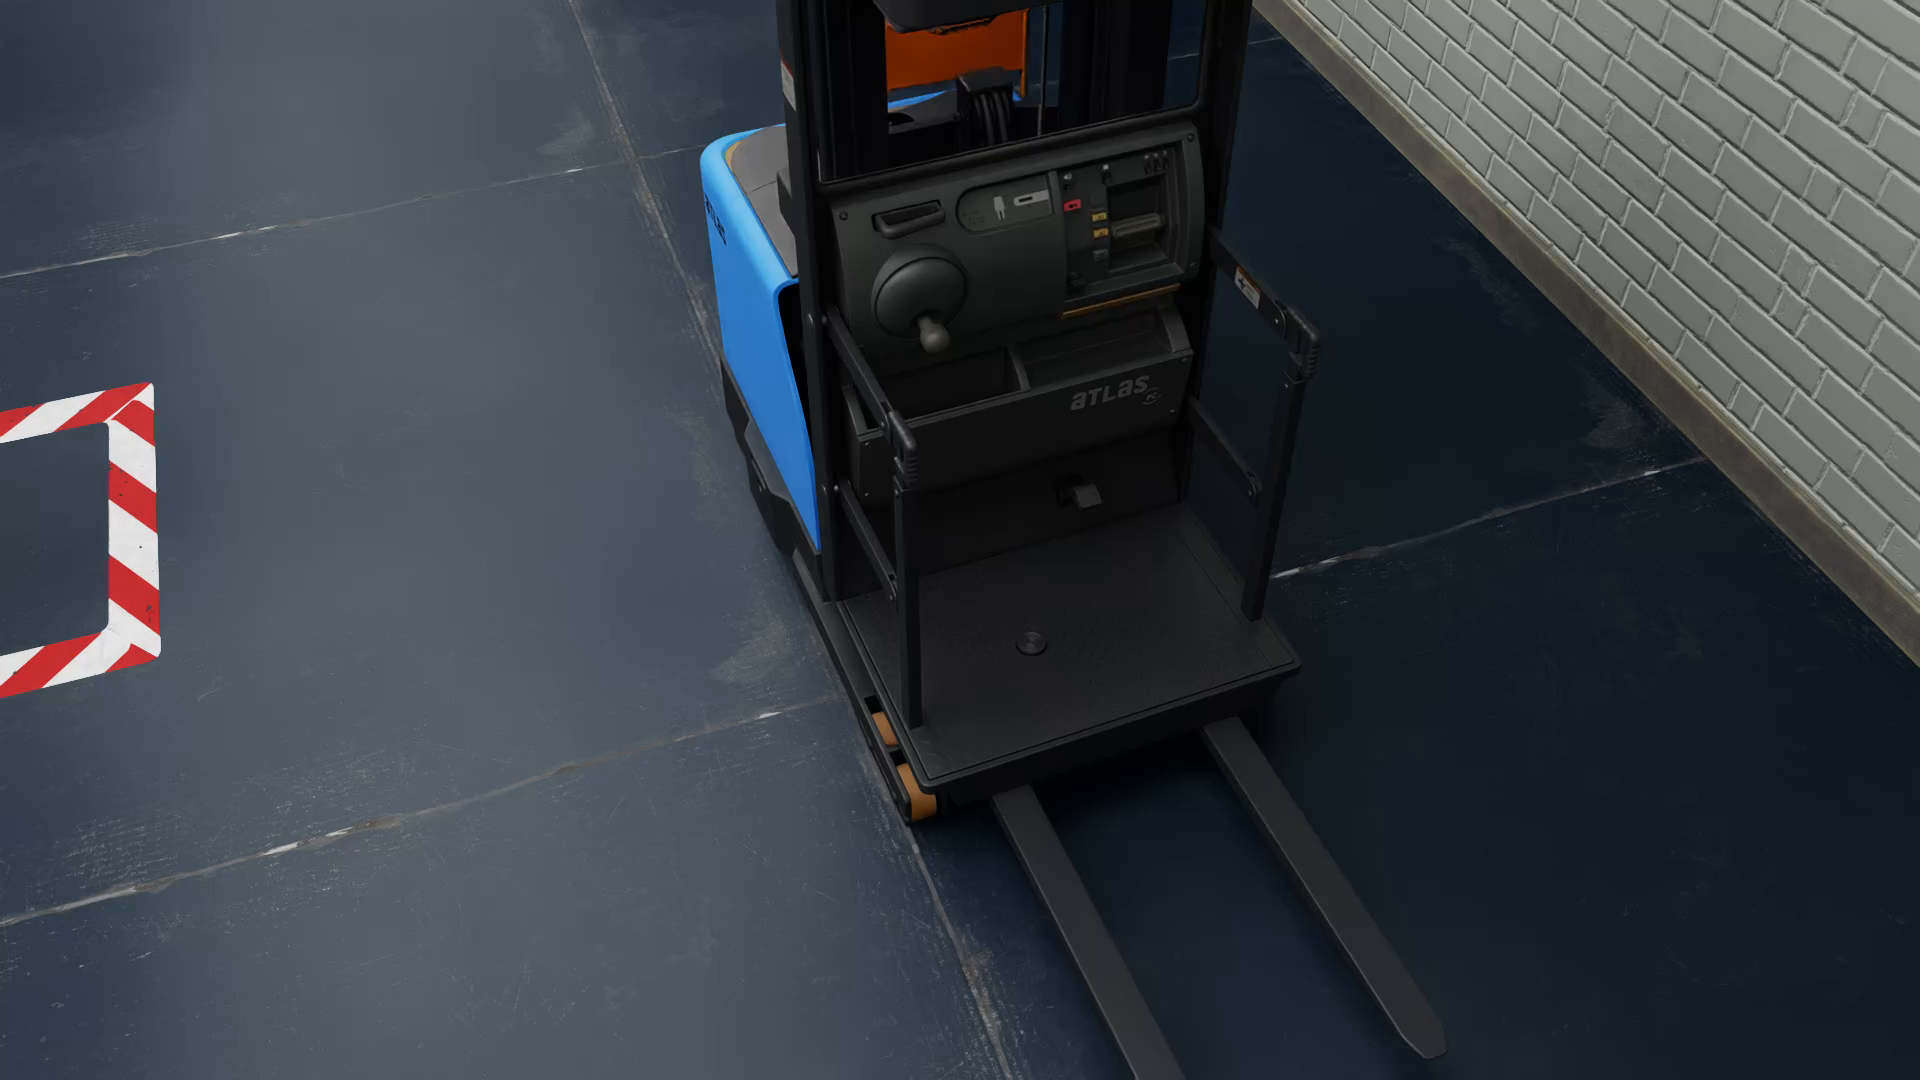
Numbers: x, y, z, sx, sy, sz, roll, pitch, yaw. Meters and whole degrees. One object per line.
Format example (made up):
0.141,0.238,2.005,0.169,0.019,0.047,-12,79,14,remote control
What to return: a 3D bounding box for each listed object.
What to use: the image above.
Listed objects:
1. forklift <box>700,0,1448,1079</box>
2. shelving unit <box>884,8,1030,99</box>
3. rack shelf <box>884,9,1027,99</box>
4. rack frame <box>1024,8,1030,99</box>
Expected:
0.235,-0.621,3.800,1.130,2.935,3.031,-16,47,-15,forklift
-0.083,-1.589,5.348,0.503,2.100,0.431,-13,46,-12,shelving unit
-0.083,-1.579,5.357,0.480,0.518,0.431,-13,46,-12,rack shelf
0.150,-1.641,5.399,0.015,2.100,0.400,-13,46,-12,rack frame
